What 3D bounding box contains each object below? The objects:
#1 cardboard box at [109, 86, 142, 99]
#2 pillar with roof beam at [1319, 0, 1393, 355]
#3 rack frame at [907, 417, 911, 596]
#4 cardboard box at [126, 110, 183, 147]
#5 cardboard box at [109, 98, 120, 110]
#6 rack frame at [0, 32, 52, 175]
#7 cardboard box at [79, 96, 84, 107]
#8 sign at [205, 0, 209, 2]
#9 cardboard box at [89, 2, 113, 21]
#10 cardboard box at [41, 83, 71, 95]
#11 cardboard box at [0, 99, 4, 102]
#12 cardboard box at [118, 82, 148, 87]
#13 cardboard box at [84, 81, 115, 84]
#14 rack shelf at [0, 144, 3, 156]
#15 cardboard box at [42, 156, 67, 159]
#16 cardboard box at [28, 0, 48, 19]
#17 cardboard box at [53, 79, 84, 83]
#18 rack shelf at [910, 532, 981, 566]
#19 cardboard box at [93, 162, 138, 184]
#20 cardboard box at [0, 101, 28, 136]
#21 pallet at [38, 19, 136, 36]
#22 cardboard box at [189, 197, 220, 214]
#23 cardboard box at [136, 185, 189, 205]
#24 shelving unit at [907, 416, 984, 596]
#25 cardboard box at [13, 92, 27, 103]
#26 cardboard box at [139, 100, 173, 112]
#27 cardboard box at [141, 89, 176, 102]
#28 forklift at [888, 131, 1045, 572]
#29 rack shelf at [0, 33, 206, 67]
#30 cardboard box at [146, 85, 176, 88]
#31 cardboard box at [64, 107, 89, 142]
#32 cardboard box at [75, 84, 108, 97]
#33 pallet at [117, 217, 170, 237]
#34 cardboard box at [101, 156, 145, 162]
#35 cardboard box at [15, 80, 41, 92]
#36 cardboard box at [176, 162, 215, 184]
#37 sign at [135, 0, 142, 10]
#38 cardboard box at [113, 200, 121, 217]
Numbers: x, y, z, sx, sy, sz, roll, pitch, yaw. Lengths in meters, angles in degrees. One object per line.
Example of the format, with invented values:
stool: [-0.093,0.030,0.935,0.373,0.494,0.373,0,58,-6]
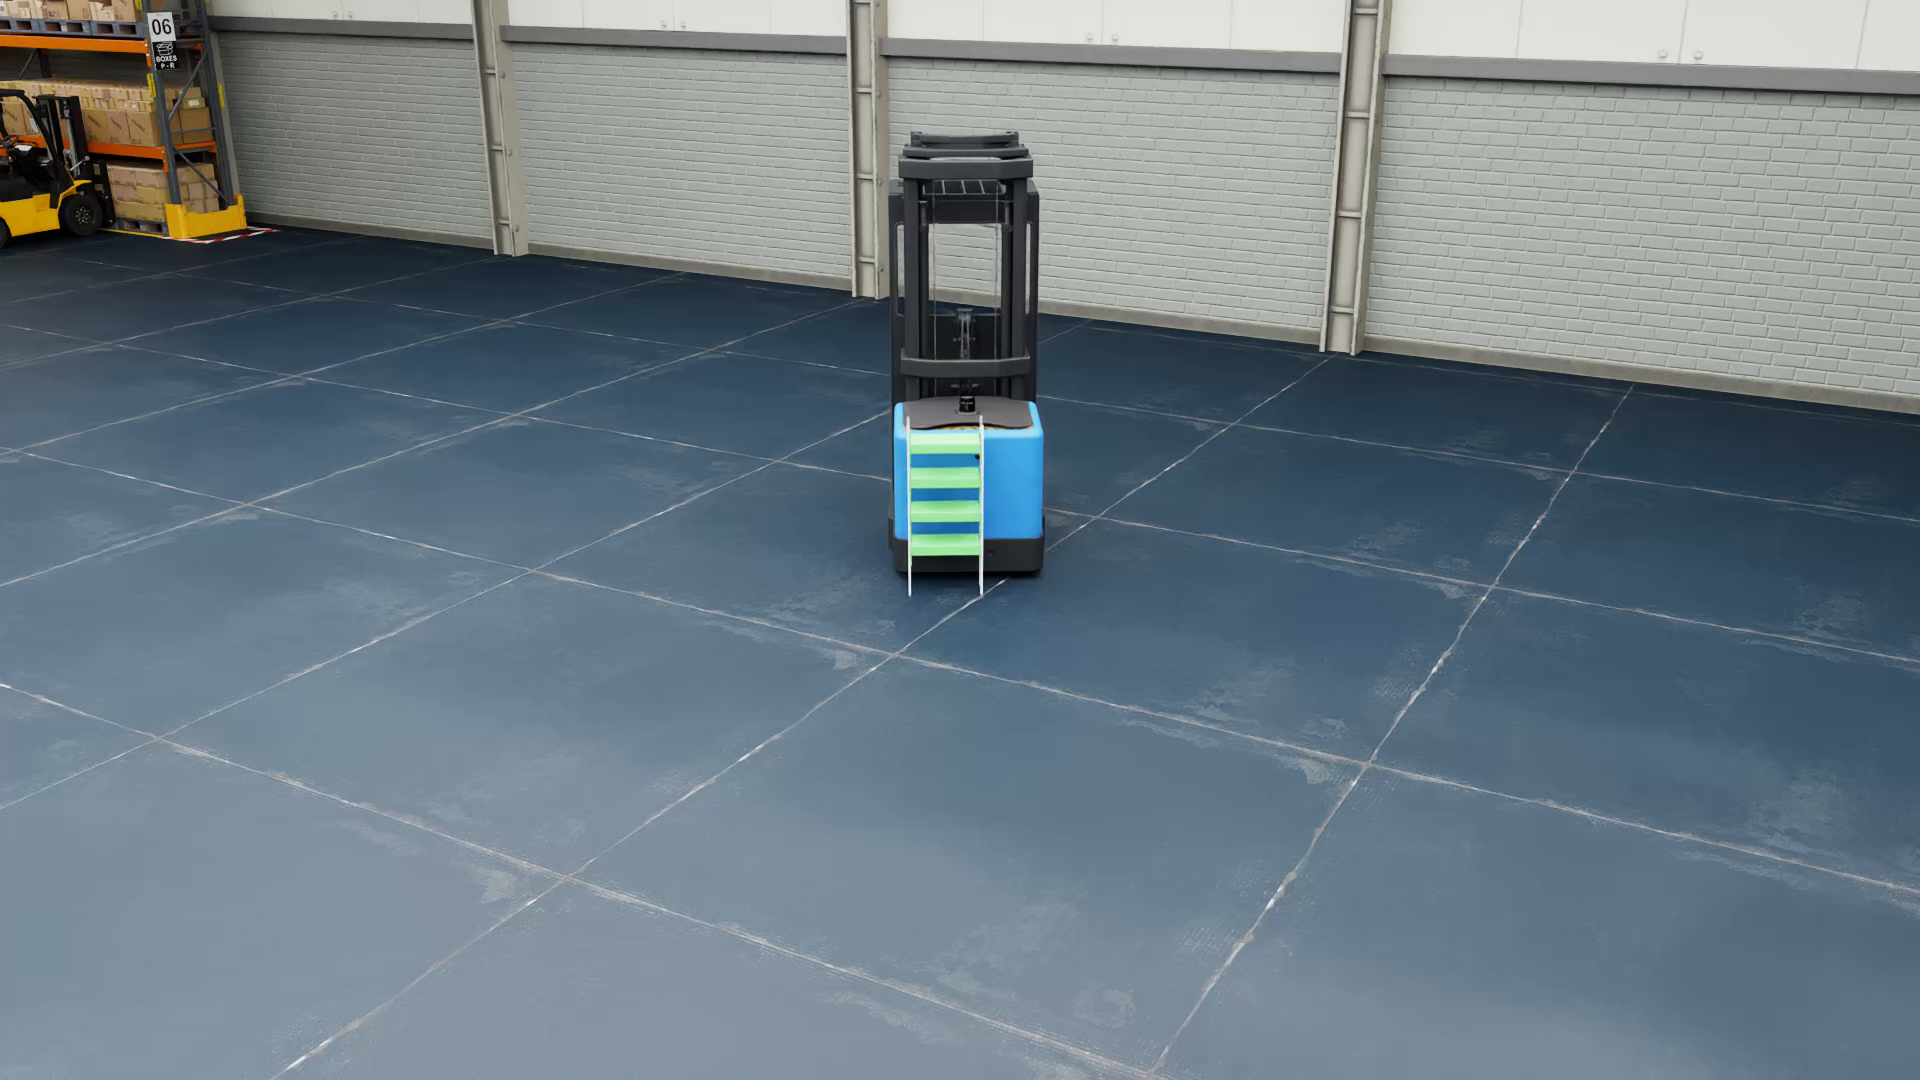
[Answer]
cardboard box: [-12.478,-6.697,24.894,0.250,0.149,0.380,11,23,28]
pillar with roof beam: [2.037,-5.007,12.972,0.400,9.000,9.100,11,23,27]
rack frame: [-0.343,-0.221,11.207,0.015,1.200,0.240,-1,21,-2]
cardboard box: [-11.967,-6.128,24.714,0.500,0.500,0.500,10,22,26]
cardboard box: [-12.494,-6.543,24.907,0.250,0.149,0.380,11,22,27]
rack frame: [-14.902,-6.743,26.555,0.127,3.000,1.000,11,23,27]
cardboard box: [-13.155,-6.678,25.279,0.250,0.149,0.380,11,22,27]
sign: [-11.134,-8.100,24.500,0.005,0.325,0.100,11,23,27]
cardboard box: [-12.503,-7.758,24.391,0.258,0.266,0.396,11,23,27]
cardboard box: [-13.854,-6.928,25.532,0.250,0.149,0.380,10,22,26]
cardboard box: [-15.455,-6.913,26.510,0.500,0.250,0.500,10,22,26]
cardboard box: [-12.680,-6.937,25.556,0.250,0.149,0.380,10,22,26]
cardboard box: [-13.373,-7.049,25.864,0.250,0.149,0.380,11,22,27]
rack shelf: [-16.648,-6.737,27.594,4.000,0.370,1.077,11,23,27]
cardboard box: [-14.191,-5.856,26.059,0.500,0.250,0.500,11,23,27]
cardboard box: [-13.754,-7.997,25.048,0.258,0.266,0.396,10,22,26]
cardboard box: [-14.039,-7.177,26.219,0.250,0.149,0.380,11,22,27]
rack shelf: [-0.100,0.061,11.322,0.480,0.148,0.258,-1,21,-2]
cardboard box: [-12.858,-5.600,25.355,0.500,0.250,0.500,11,23,28]
cardboard box: [-14.642,-6.638,26.120,0.500,0.500,0.500,10,22,26]
pallet: [-13.083,-7.774,25.128,1.213,0.211,1.003,11,23,27]
cardboard box: [-11.743,-5.122,25.504,0.500,0.250,0.500,11,23,28]
cardboard box: [-11.987,-5.205,25.000,0.500,0.250,0.500,10,22,27]
shelving unit: [-0.100,-0.223,11.214,0.503,1.200,0.258,-1,21,-2]
cardboard box: [-14.525,-6.921,25.948,0.250,0.149,0.380,11,23,29]
cardboard box: [-11.849,-6.404,24.522,0.250,0.149,0.380,11,23,28]
cardboard box: [-11.825,-6.566,24.534,0.250,0.149,0.380,11,23,27]
forklift: [0.020,-1.606,12.494,1.130,2.935,3.031,-1,20,-2]
rack shelf: [-13.156,-7.482,25.249,4.000,0.370,1.077,11,23,27]
cardboard box: [-12.048,-6.782,25.129,0.250,0.149,0.380,11,23,28]
cardboard box: [-13.308,-6.383,25.416,0.500,0.500,0.500,11,23,28]
cardboard box: [-13.167,-6.820,25.232,0.250,0.149,0.380,11,23,28]
pallet: [-12.098,-4.882,25.513,1.213,0.211,1.003,11,23,27]
cardboard box: [-13.050,-5.844,26.028,0.500,0.250,0.500,10,22,26]
cardboard box: [-14.487,-7.082,25.955,0.250,0.149,0.380,11,23,28]
cardboard box: [-11.737,-5.589,25.323,0.500,0.250,0.500,10,22,26]
sign: [-11.686,-7.707,23.633,0.005,0.325,0.100,11,23,27]
cardboard box: [-12.836,-5.138,25.547,0.500,0.250,0.500,11,23,28]
